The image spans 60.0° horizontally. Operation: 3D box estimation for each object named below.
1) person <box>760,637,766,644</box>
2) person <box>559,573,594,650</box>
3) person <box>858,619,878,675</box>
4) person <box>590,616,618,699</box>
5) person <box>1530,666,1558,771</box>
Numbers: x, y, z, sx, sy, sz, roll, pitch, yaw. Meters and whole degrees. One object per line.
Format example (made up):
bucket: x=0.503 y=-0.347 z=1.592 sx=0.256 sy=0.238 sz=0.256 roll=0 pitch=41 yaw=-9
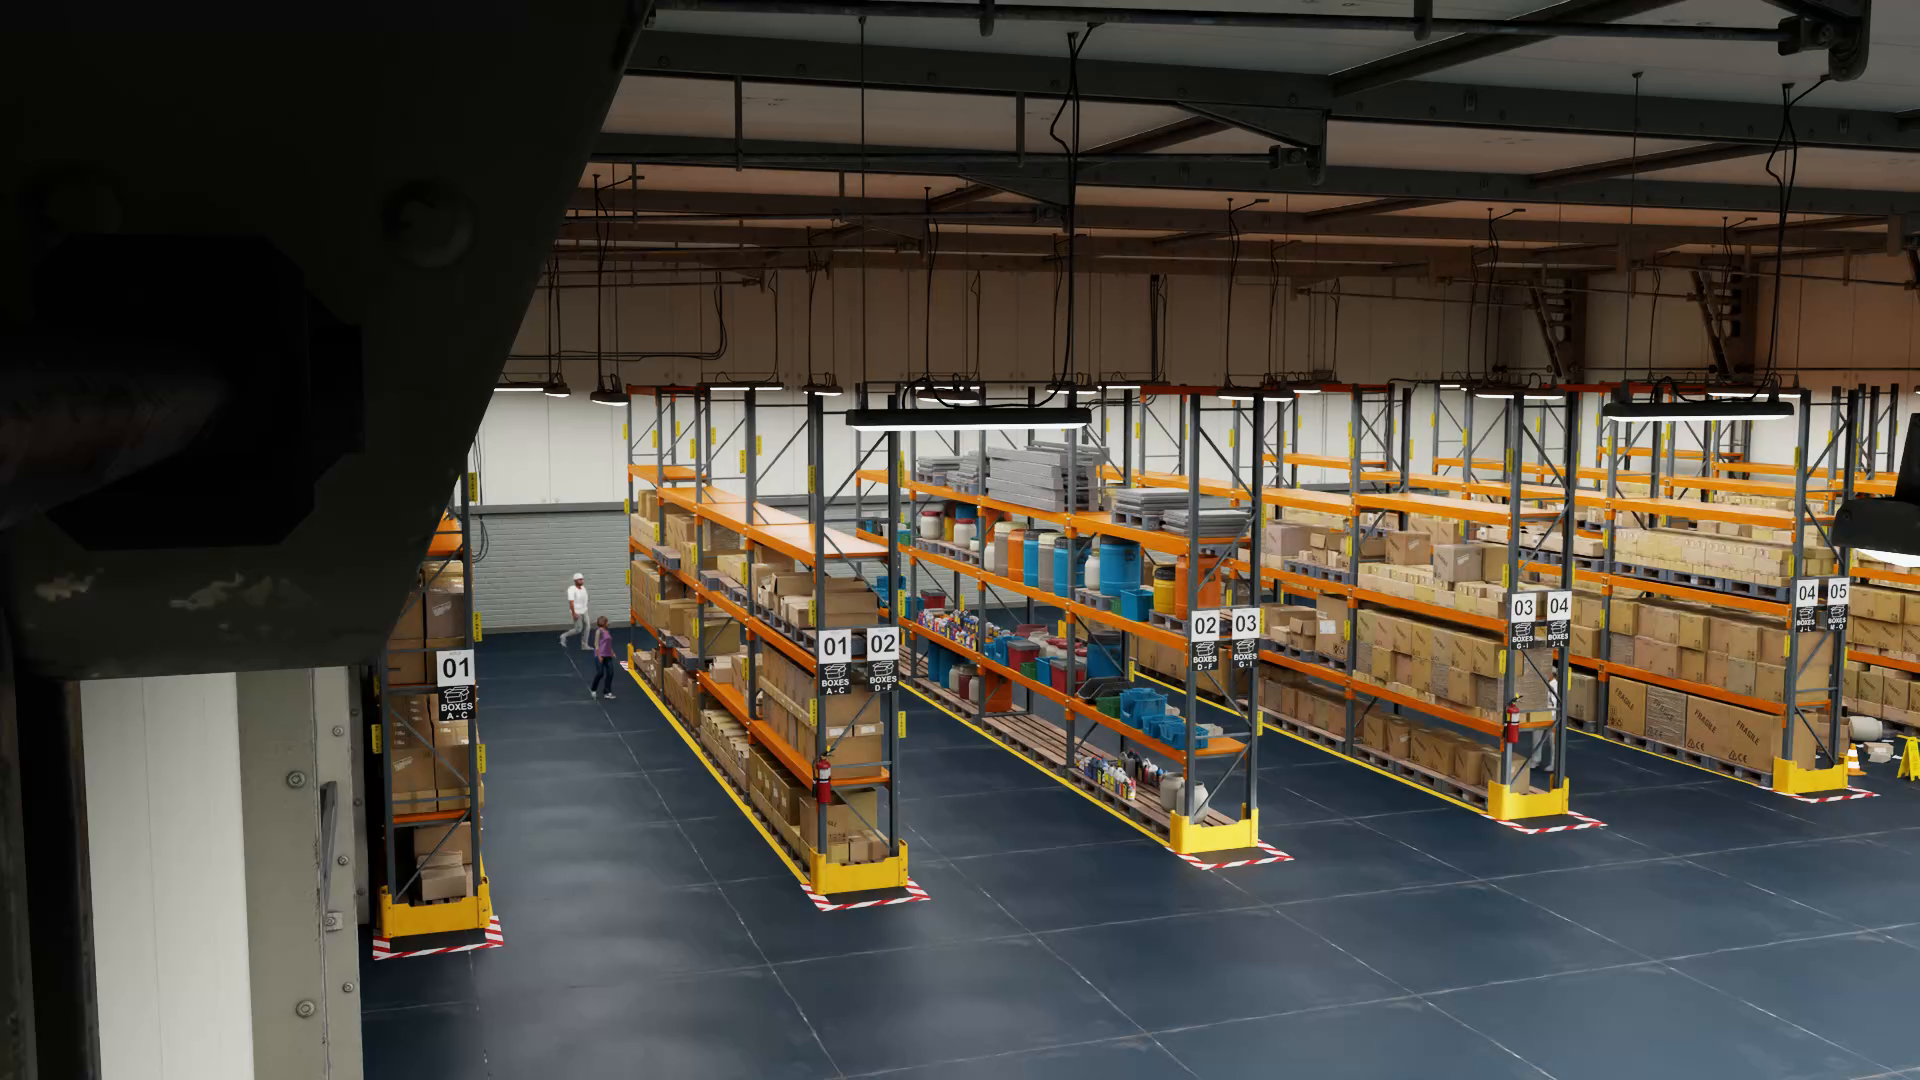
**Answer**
person: x=-3.640 y=1.880 z=33.426 sx=0.736 sy=1.722 sz=1.078 roll=-2 pitch=6 yaw=-23
person: x=-8.584 y=1.608 z=37.286 sx=0.751 sy=1.735 sz=0.588 roll=2 pitch=6 yaw=19
person: x=-1.783 y=1.922 z=32.483 sx=0.423 sy=1.789 sz=0.623 roll=-4 pitch=7 yaw=-33
person: x=-6.836 y=2.257 z=31.958 sx=0.494 sy=1.584 sz=0.496 roll=4 pitch=7 yaw=34
person: x=9.254 y=2.787 z=26.240 sx=0.536 sy=1.665 sz=0.433 roll=6 pitch=8 yaw=44
